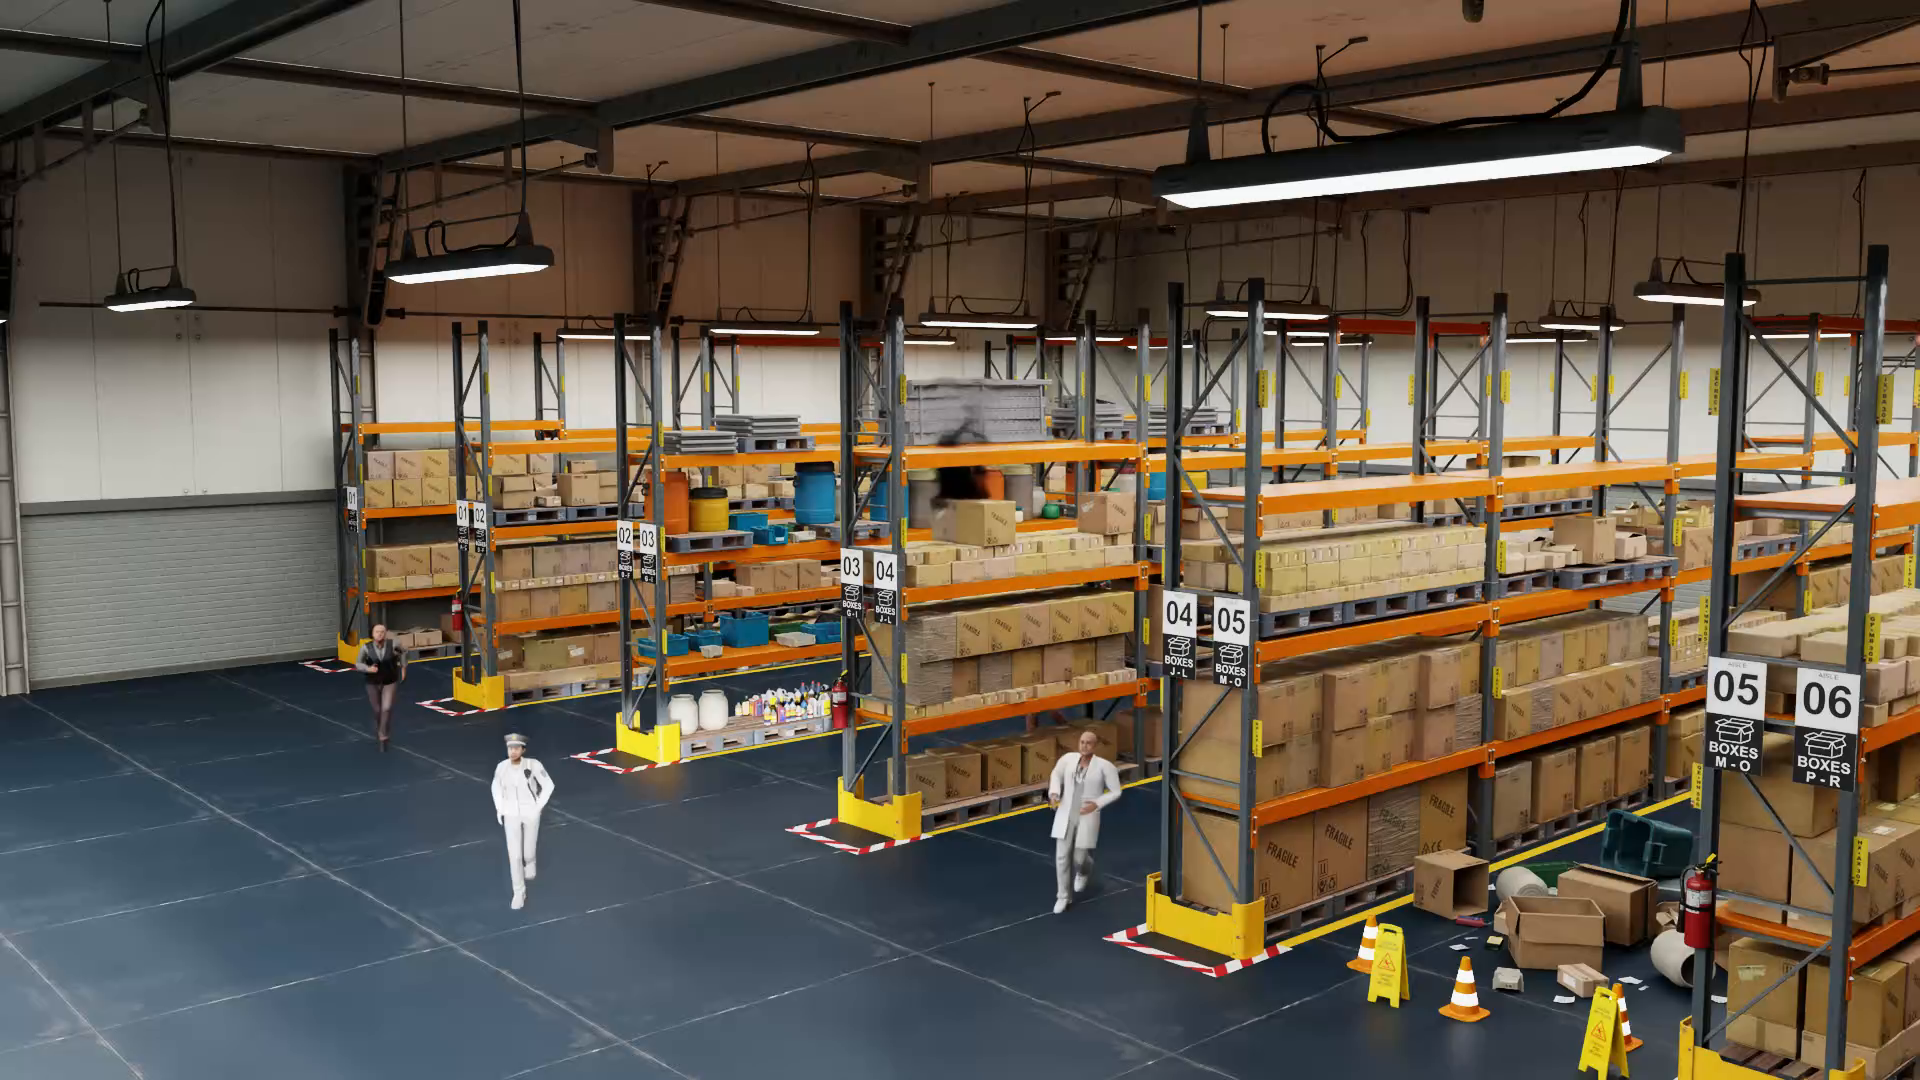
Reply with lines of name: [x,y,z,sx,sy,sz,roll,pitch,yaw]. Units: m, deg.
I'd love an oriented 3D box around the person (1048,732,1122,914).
person: [1.215,2.720,16.249,0.754,1.754,0.810,3,6,24]

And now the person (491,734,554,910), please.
person: [-4.315,2.713,16.439,0.618,1.705,0.753,-1,6,-6]

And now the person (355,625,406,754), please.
person: [-8.050,2.030,23.134,0.678,1.750,0.983,-2,6,-19]

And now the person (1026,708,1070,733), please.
person: [1.183,2.044,22.933,0.574,1.655,0.969,6,8,44]
